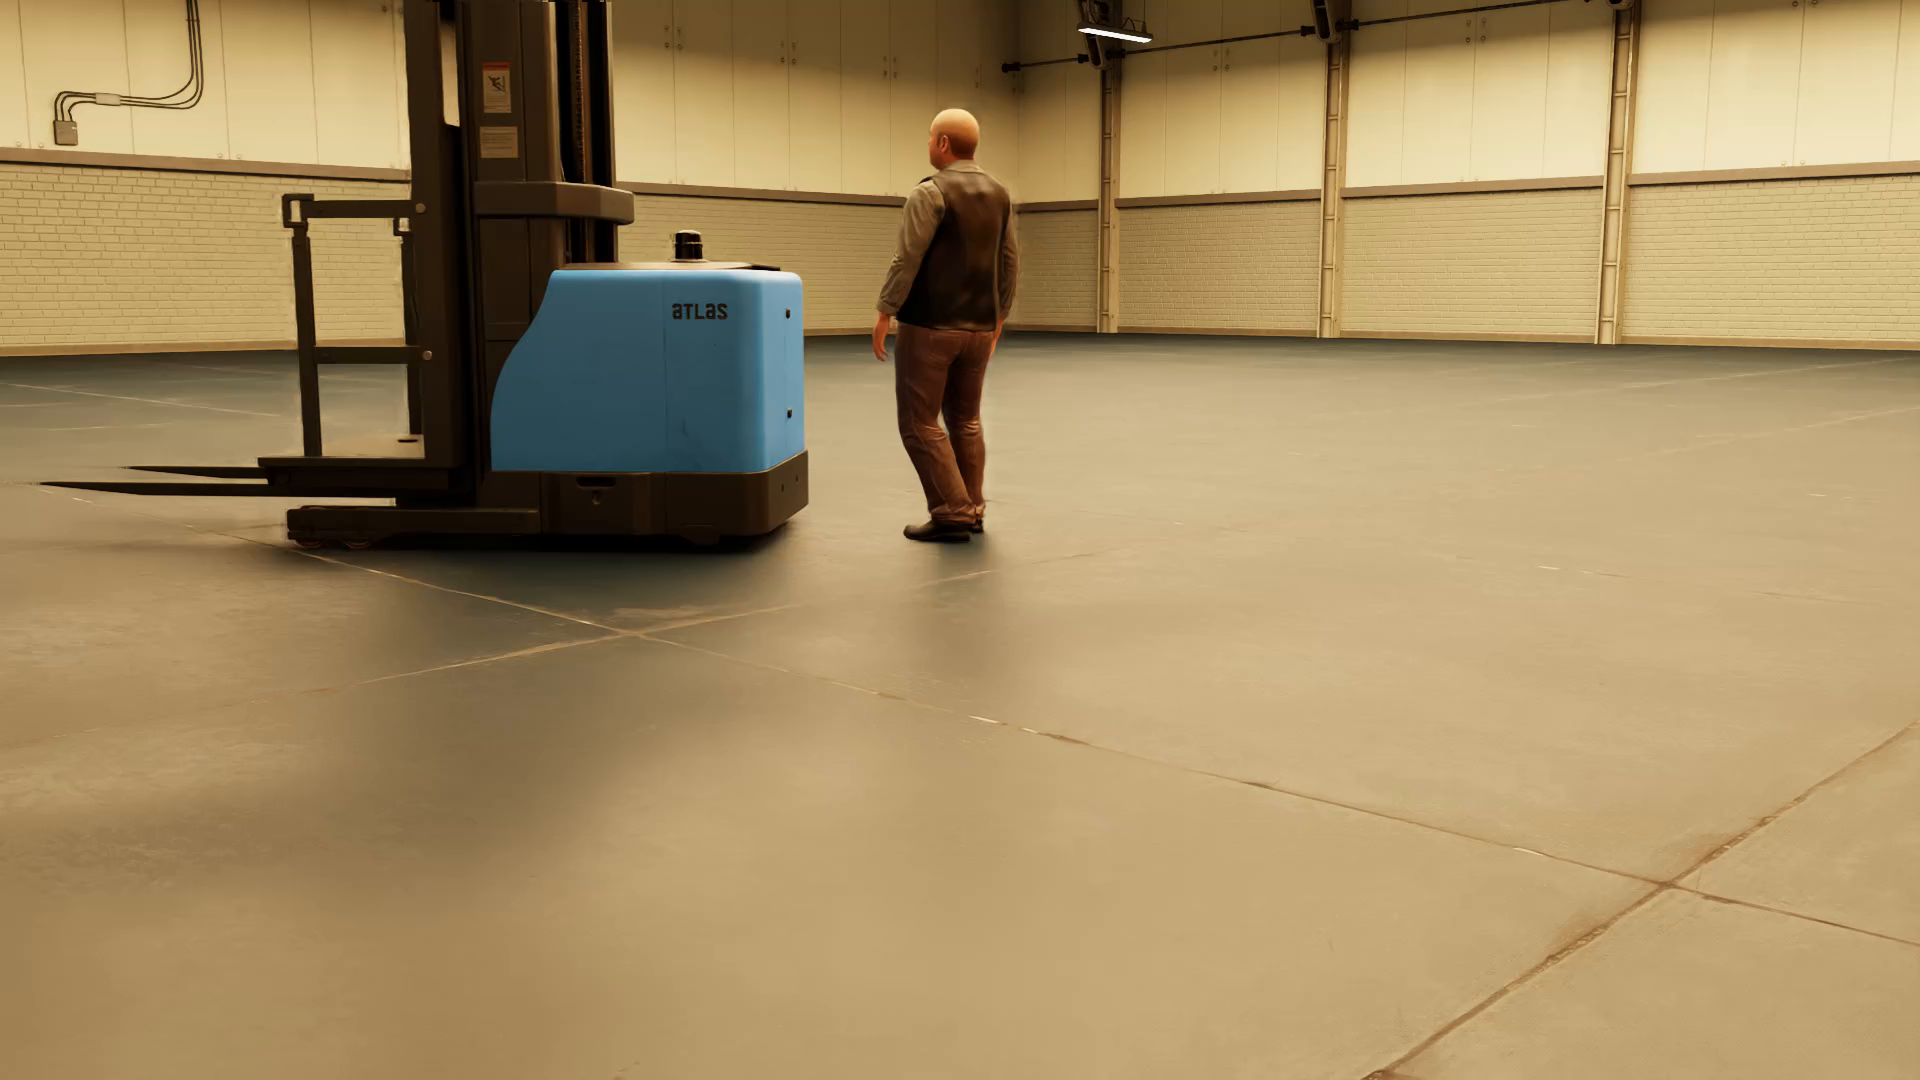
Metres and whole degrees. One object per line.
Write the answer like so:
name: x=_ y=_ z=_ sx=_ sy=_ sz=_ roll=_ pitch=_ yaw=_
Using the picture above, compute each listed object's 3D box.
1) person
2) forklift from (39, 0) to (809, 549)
person: x=-0.088 y=-0.847 z=6.701 sx=0.662 sy=1.709 sz=0.561 roll=-8 pitch=11 yaw=-41
forklift: x=-2.208 y=-1.490 z=6.770 sx=3.031 sy=2.935 sz=1.130 roll=1 pitch=9 yaw=5
